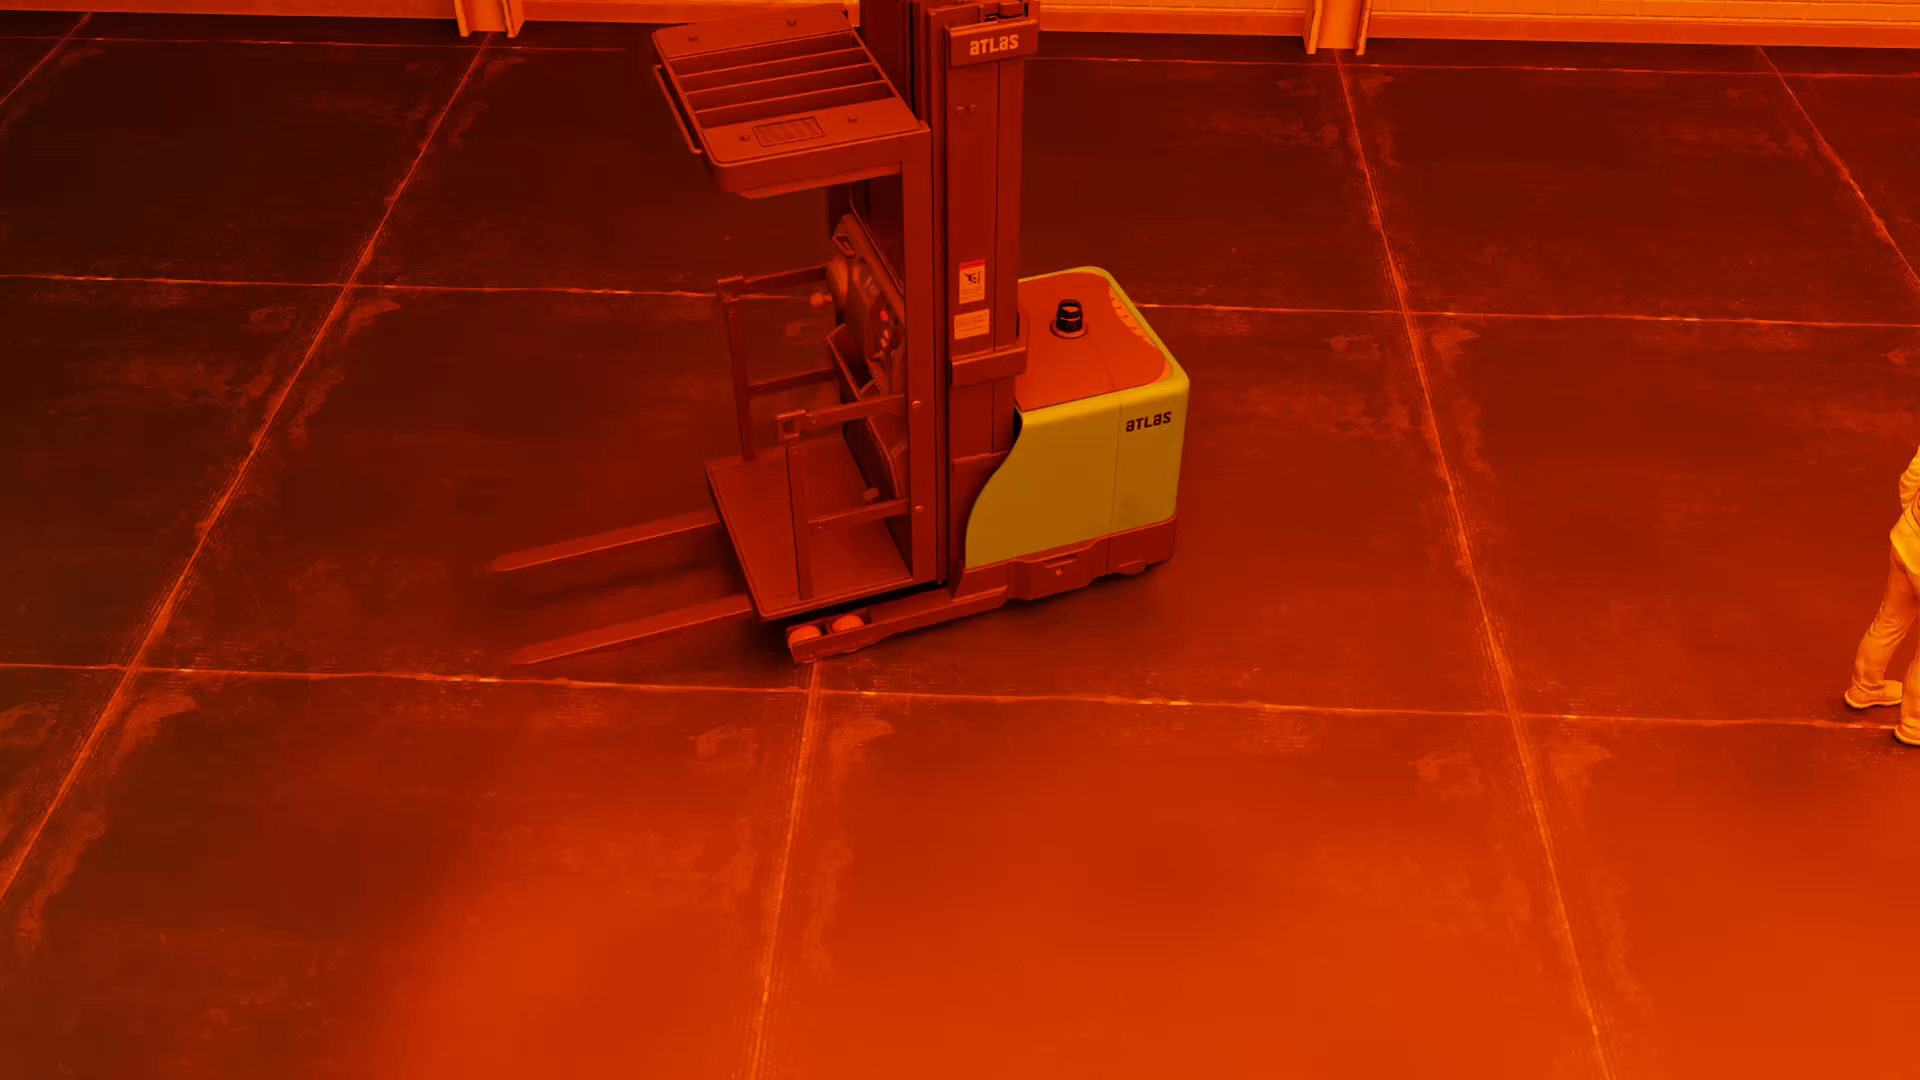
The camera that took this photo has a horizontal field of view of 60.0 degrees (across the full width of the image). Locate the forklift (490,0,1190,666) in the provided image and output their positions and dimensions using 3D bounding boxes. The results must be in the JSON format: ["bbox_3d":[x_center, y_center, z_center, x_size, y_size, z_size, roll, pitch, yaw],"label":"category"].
[{"bbox_3d":[-0.573,-0.945,6.778,3.031,2.935,1.130,-13,44,-14],"label":"forklift"}]

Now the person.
[{"bbox_3d":[3.924,0.074,6.568,0.530,1.694,0.587,-4,43,-4],"label":"person"}]
